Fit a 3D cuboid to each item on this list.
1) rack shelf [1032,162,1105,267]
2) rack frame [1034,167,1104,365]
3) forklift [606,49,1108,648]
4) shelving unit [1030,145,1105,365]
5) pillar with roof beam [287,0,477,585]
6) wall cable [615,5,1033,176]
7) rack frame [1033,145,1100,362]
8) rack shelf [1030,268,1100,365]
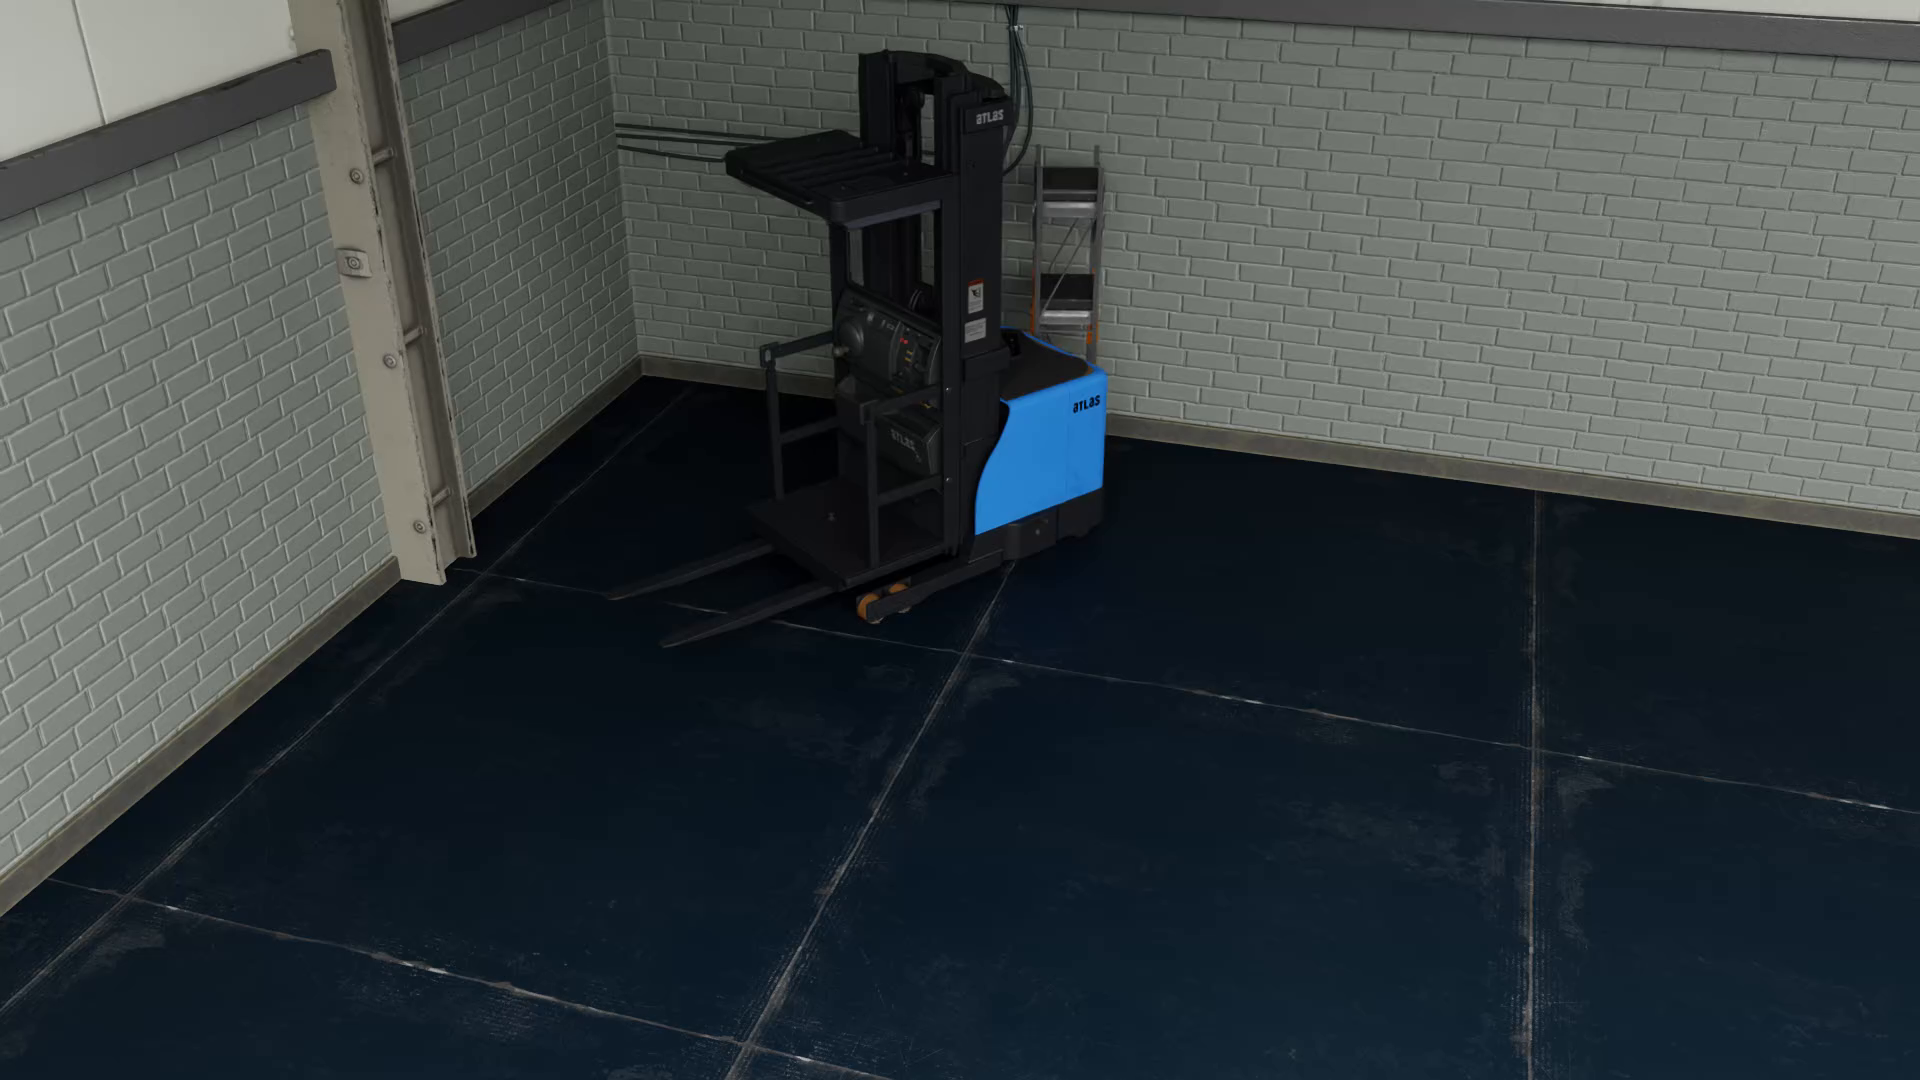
[{"bbox_3d":[0.670,-2.034,10.369,0.431,0.518,0.480,1,29,1],"label":"rack shelf"},{"bbox_3d":[0.665,-1.315,10.490,0.400,2.100,0.015,1,29,1],"label":"rack frame"},{"bbox_3d":[-0.577,-1.098,9.243,3.031,2.935,1.130,-21,35,-32],"label":"forklift"},{"bbox_3d":[0.670,-1.434,10.703,0.431,2.100,0.503,1,29,1],"label":"shelving unit"},{"bbox_3d":[0.970,-3.164,6.717,9.100,9.000,0.400,8,30,15],"label":"pillar with roof beam"},{"bbox_3d":[-1.017,-3.602,10.697,3.097,2.526,0.112,8,30,15],"label":"wall cable"},{"bbox_3d":[0.675,-1.553,10.916,0.400,2.100,0.015,1,29,1],"label":"rack frame"},{"bbox_3d":[0.670,-1.422,10.710,0.431,0.518,0.480,1,29,1],"label":"rack shelf"}]
